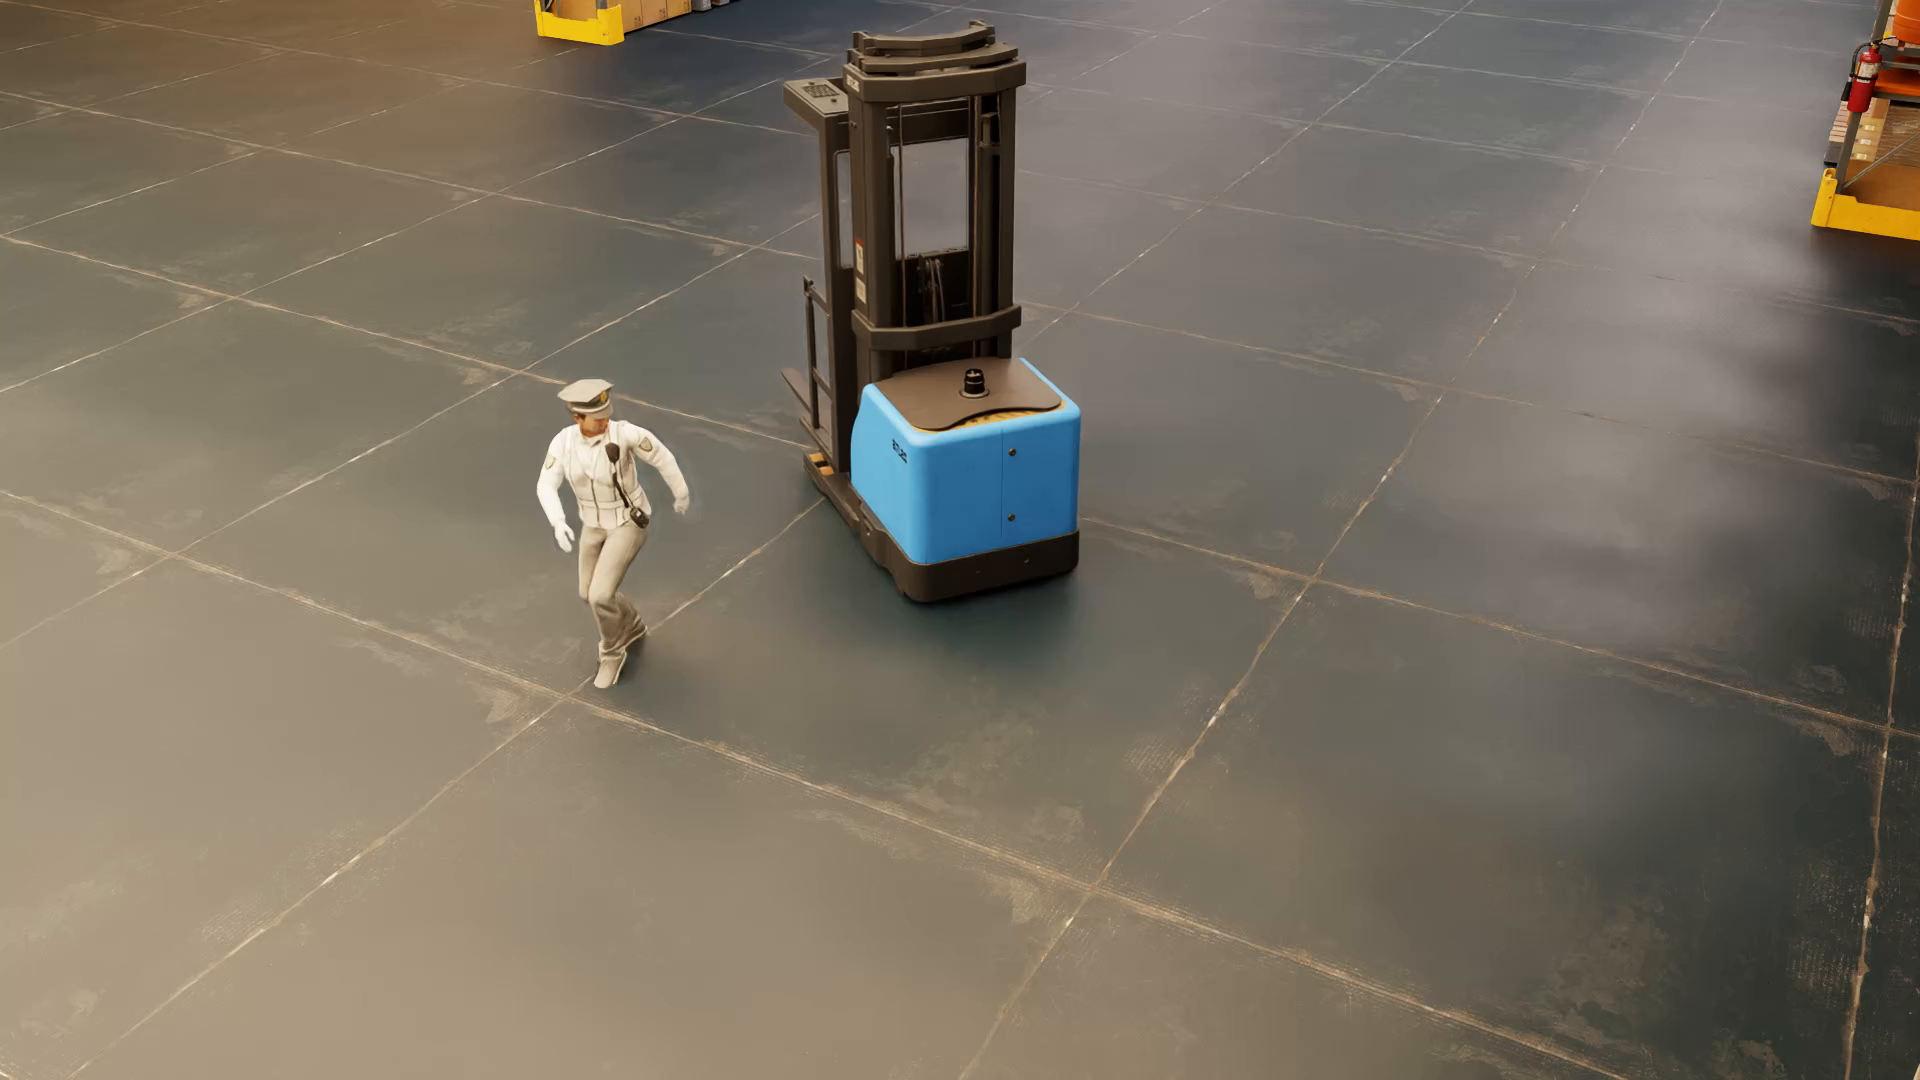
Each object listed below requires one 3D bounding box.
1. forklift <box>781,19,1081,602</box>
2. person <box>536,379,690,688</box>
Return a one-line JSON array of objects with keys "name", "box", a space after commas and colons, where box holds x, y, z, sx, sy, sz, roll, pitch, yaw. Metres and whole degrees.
[{"name": "forklift", "box": [-0.355, -1.644, 9.920, 1.130, 2.935, 3.031, -12, 32, -20]}, {"name": "person", "box": [-1.797, -0.052, 8.550, 0.577, 1.664, 0.734, 15, 33, 24]}]
